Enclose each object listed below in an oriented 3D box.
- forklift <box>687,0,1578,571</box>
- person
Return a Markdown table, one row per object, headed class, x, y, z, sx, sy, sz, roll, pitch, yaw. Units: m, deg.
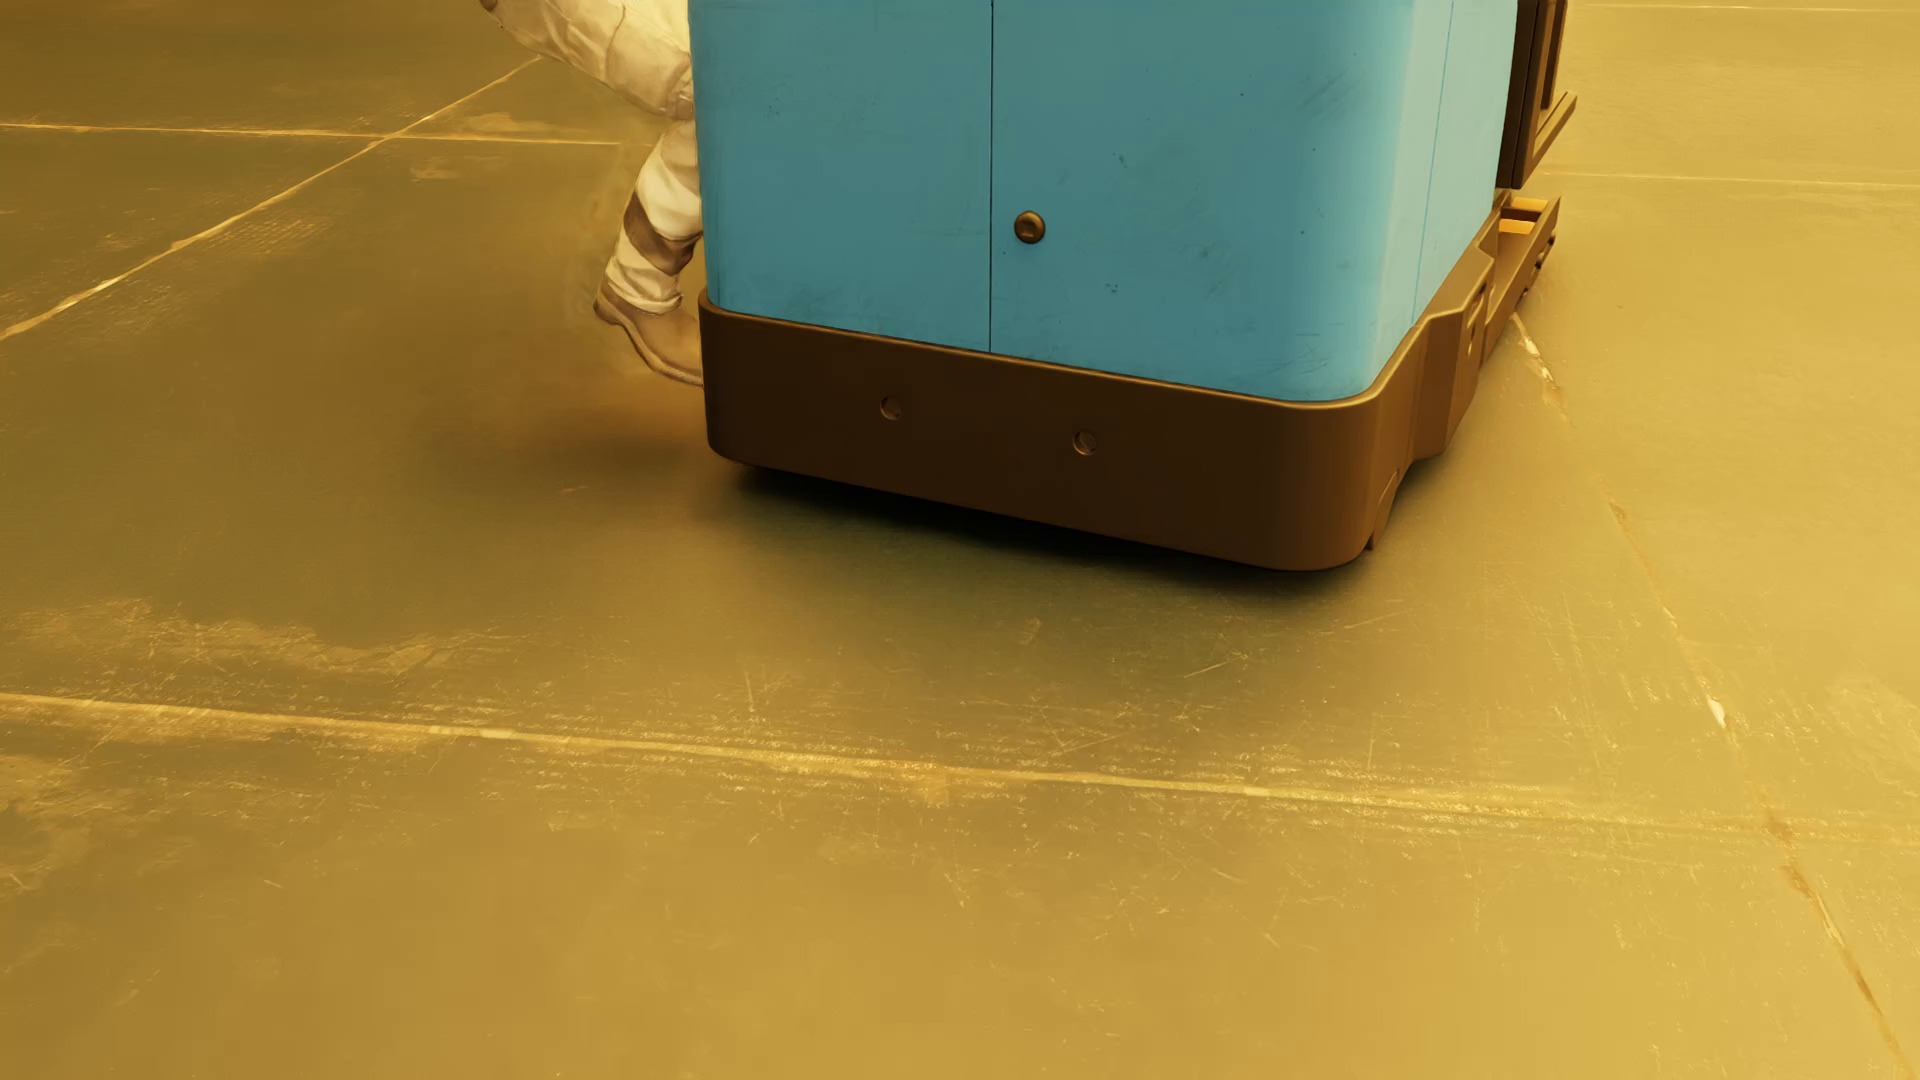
| class | x | y | z | sx | sy | sz | roll | pitch | yaw |
| --- | --- | --- | --- | --- | --- | --- | --- | --- | --- |
| forklift | 0.681 | -1.900 | 3.024 | 1.130 | 2.935 | 3.031 | 12 | 29 | 22 |
| person | -0.408 | -0.977 | 2.651 | 0.829 | 1.629 | 1.105 | 8 | 28 | 16 |
